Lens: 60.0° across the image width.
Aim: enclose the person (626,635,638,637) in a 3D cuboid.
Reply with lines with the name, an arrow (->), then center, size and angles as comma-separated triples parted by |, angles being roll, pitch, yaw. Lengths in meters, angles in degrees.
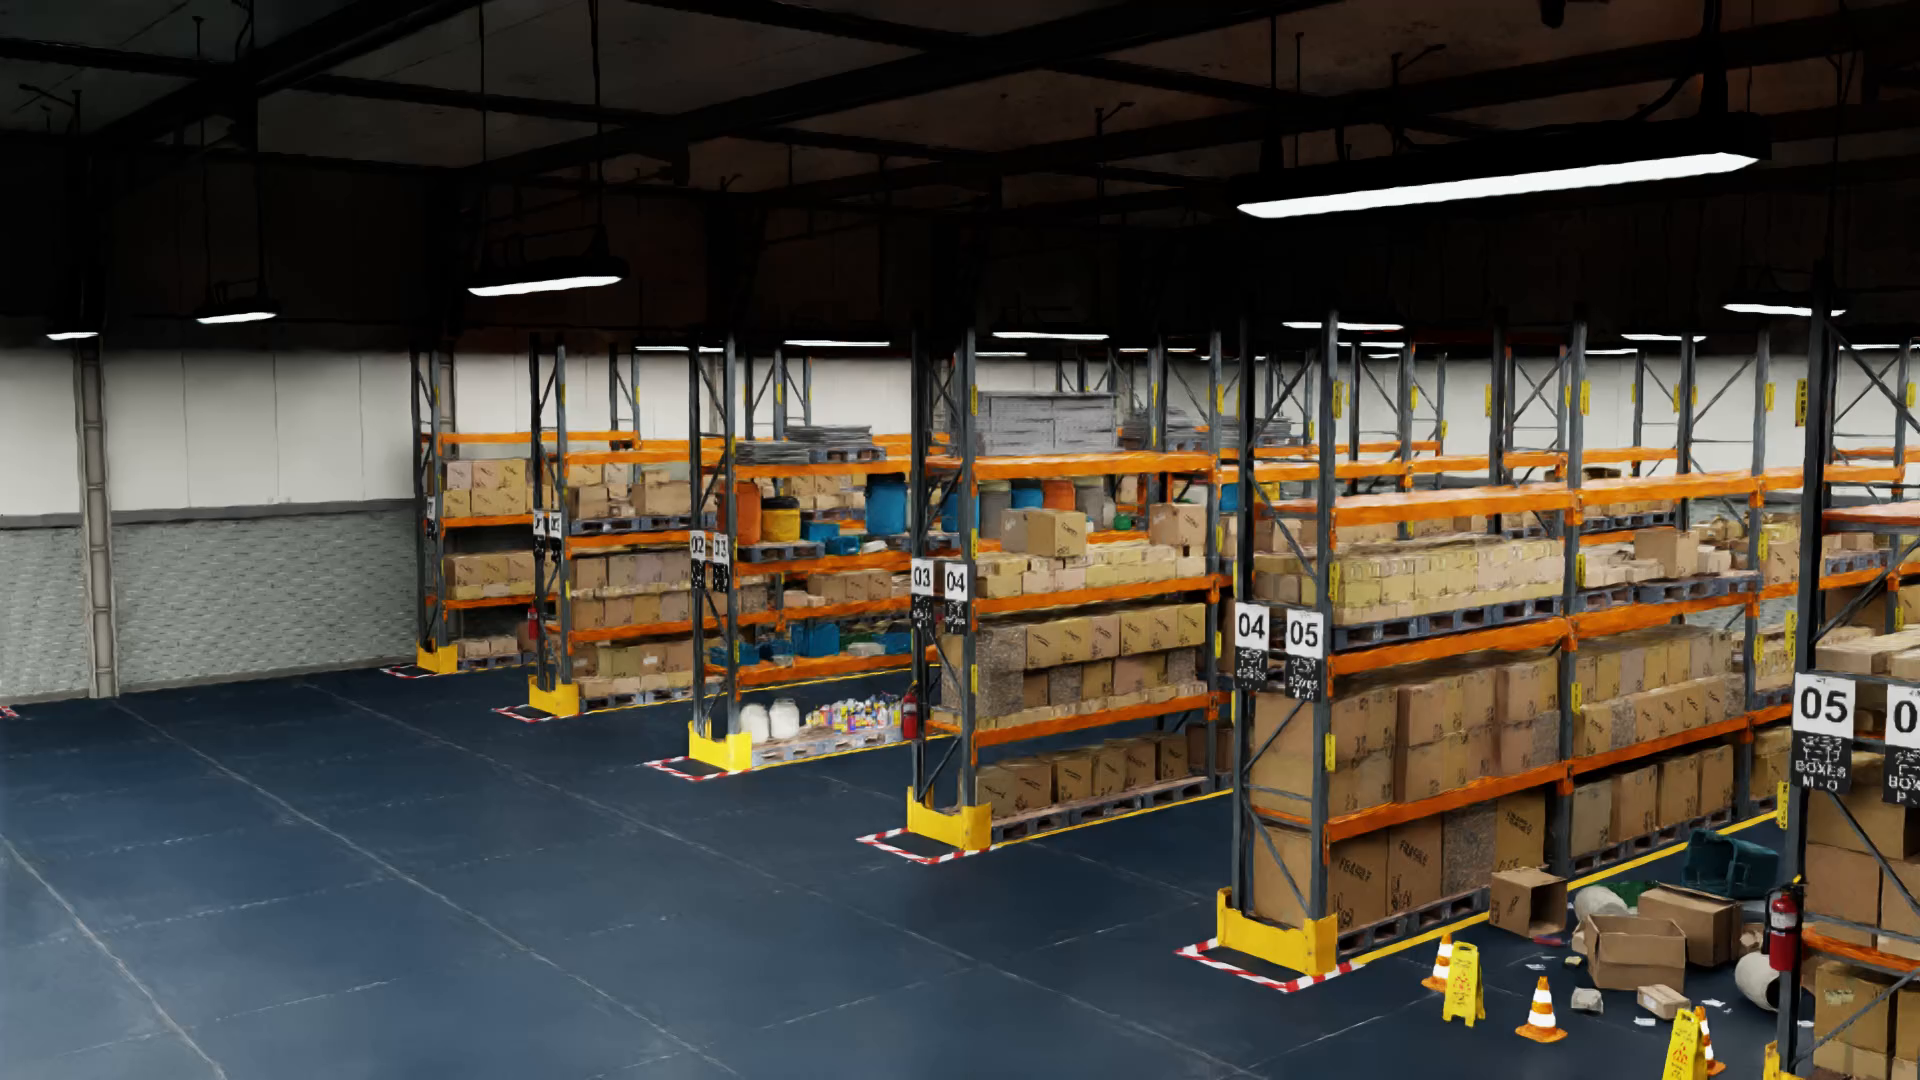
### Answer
person -> -6.148, 1.399, 31.467 | 0.385, 1.678, 0.592 | 5, 7, 41
